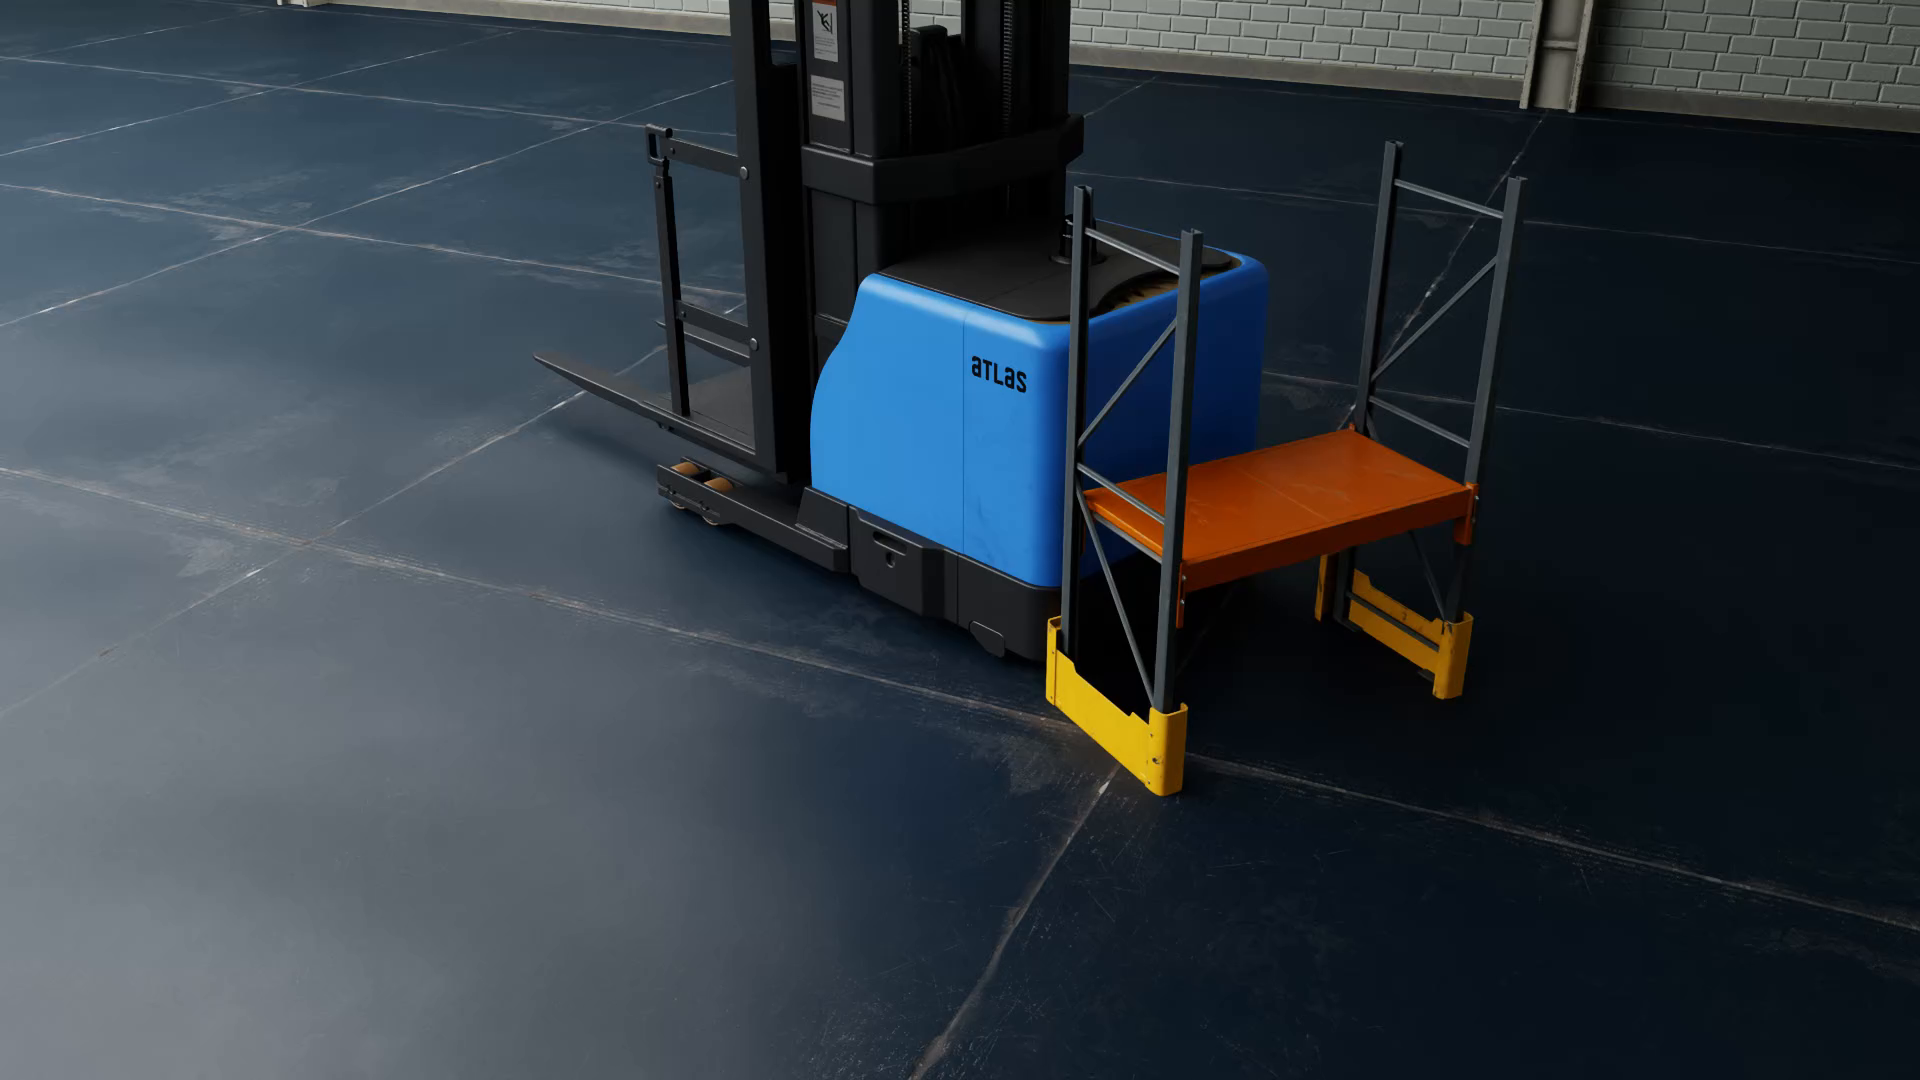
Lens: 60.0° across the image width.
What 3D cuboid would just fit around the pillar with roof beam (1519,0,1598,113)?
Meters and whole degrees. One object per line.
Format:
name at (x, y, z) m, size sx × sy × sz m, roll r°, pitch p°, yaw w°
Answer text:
pillar with roof beam at (2.557, -5.495, 6.722) m, size 0.400 × 9.000 × 9.100 m, roll 11°, pitch 28°, yaw 22°

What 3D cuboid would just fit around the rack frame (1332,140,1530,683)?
rack frame at (1.308, -0.333, 4.729) m, size 0.032 × 1.500 × 0.500 m, roll -14°, pitch 29°, yaw -26°

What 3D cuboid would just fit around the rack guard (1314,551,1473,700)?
rack guard at (1.291, 0.231, 4.997) m, size 0.087 × 0.250 × 0.587 m, roll -14°, pitch 29°, yaw -26°

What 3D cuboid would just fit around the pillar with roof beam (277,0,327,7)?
pillar with roof beam at (-8.366, -7.689, 11.179) m, size 0.400 × 9.000 × 9.100 m, roll 11°, pitch 28°, yaw 22°

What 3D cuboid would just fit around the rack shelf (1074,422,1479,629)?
rack shelf at (0.863, -0.063, 4.588) m, size 1.000 × 0.185 × 0.538 m, roll -14°, pitch 29°, yaw -26°

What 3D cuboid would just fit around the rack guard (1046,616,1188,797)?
rack guard at (0.419, 0.444, 4.565) m, size 0.087 × 0.250 × 0.587 m, roll -14°, pitch 29°, yaw -26°

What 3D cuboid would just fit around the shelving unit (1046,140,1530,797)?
shelving unit at (0.855, -0.223, 4.505) m, size 1.083 × 1.500 × 0.587 m, roll -14°, pitch 29°, yaw -26°

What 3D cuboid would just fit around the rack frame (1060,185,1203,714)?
rack frame at (0.418, -0.116, 4.288) m, size 0.032 × 1.500 × 0.500 m, roll -14°, pitch 29°, yaw -26°

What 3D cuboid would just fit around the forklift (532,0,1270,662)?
forklift at (-0.441, -1.509, 5.496) m, size 3.031 × 2.935 × 1.130 m, roll 24°, pitch 35°, yaw 39°
